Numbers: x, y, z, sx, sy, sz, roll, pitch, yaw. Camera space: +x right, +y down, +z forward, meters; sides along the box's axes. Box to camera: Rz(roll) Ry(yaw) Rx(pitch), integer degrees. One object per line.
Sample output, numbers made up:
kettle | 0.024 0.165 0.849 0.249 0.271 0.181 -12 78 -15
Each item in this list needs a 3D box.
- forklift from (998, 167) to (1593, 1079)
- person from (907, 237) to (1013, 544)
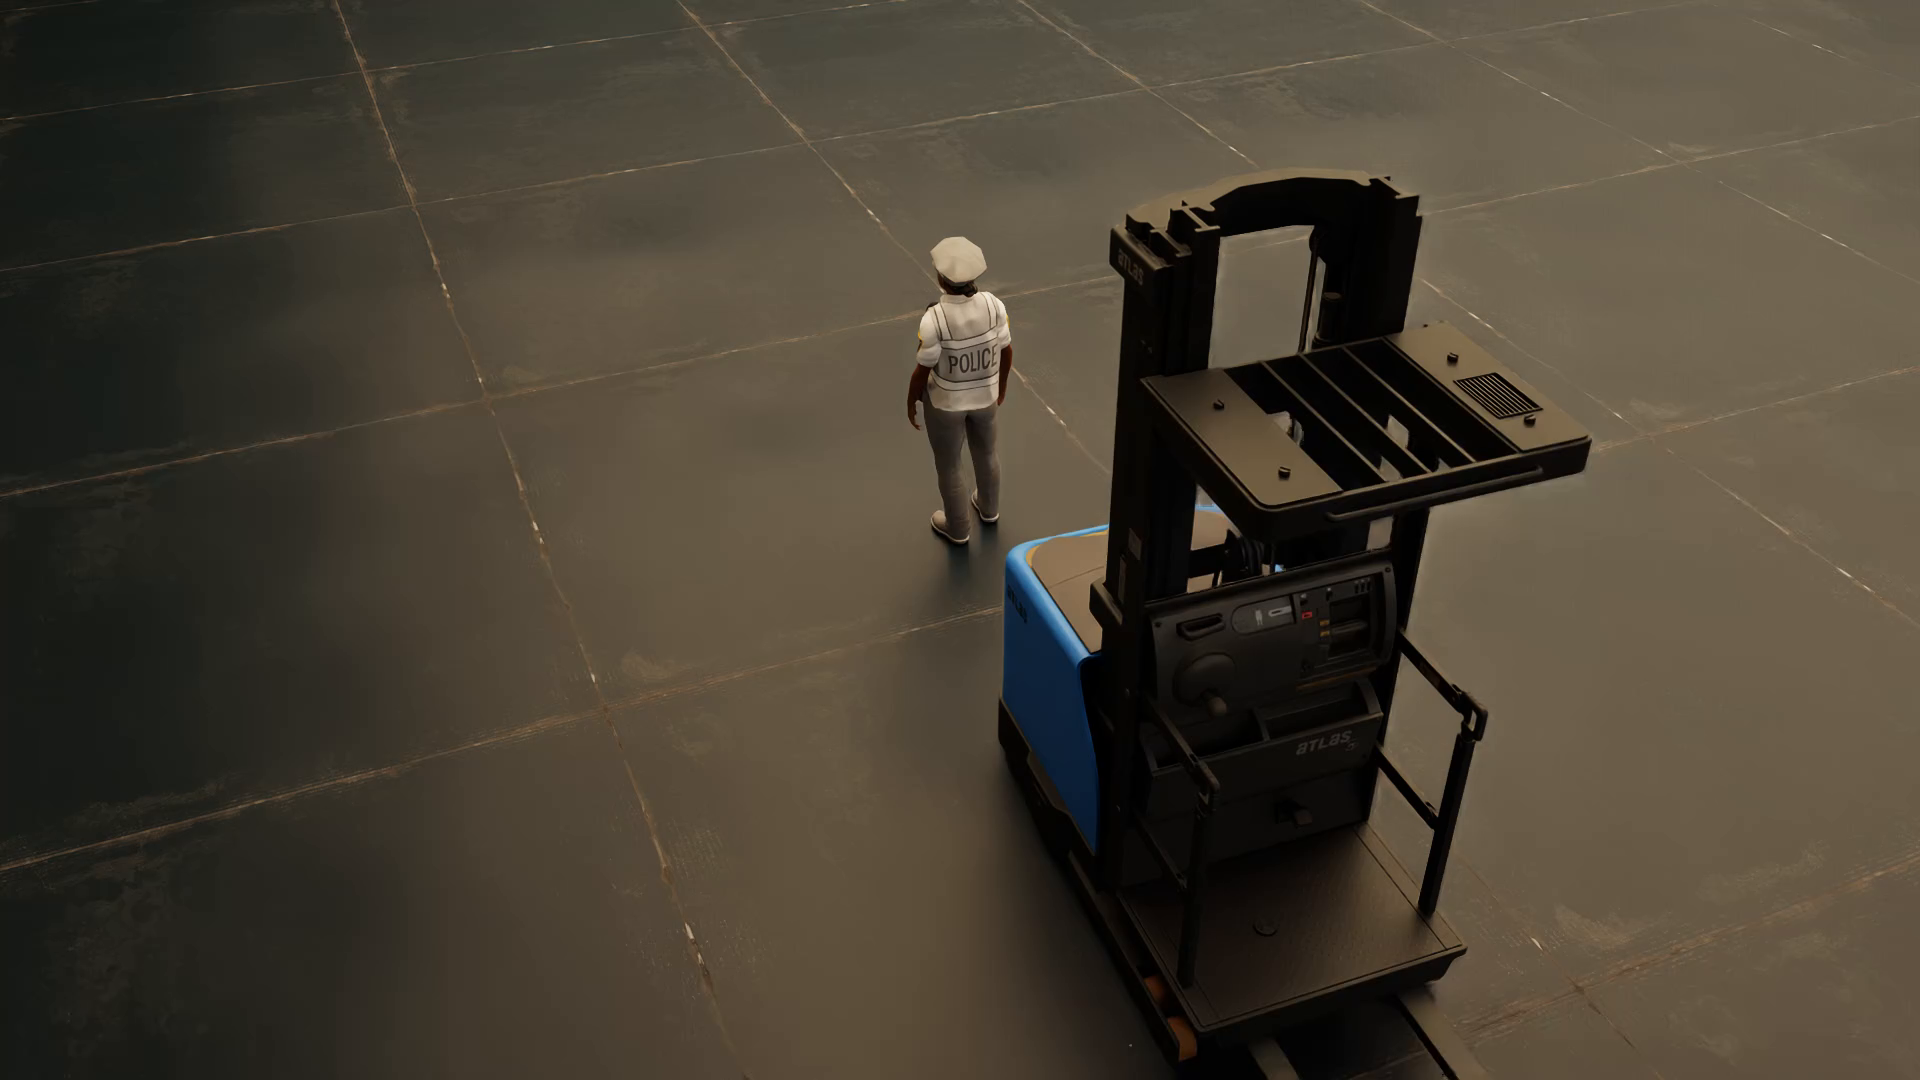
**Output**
forklift | 1.156 0.406 5.527 1.130 2.935 3.031 -12 37 -16
person | -0.011 -0.741 8.195 0.569 1.695 0.528 -14 38 -19
